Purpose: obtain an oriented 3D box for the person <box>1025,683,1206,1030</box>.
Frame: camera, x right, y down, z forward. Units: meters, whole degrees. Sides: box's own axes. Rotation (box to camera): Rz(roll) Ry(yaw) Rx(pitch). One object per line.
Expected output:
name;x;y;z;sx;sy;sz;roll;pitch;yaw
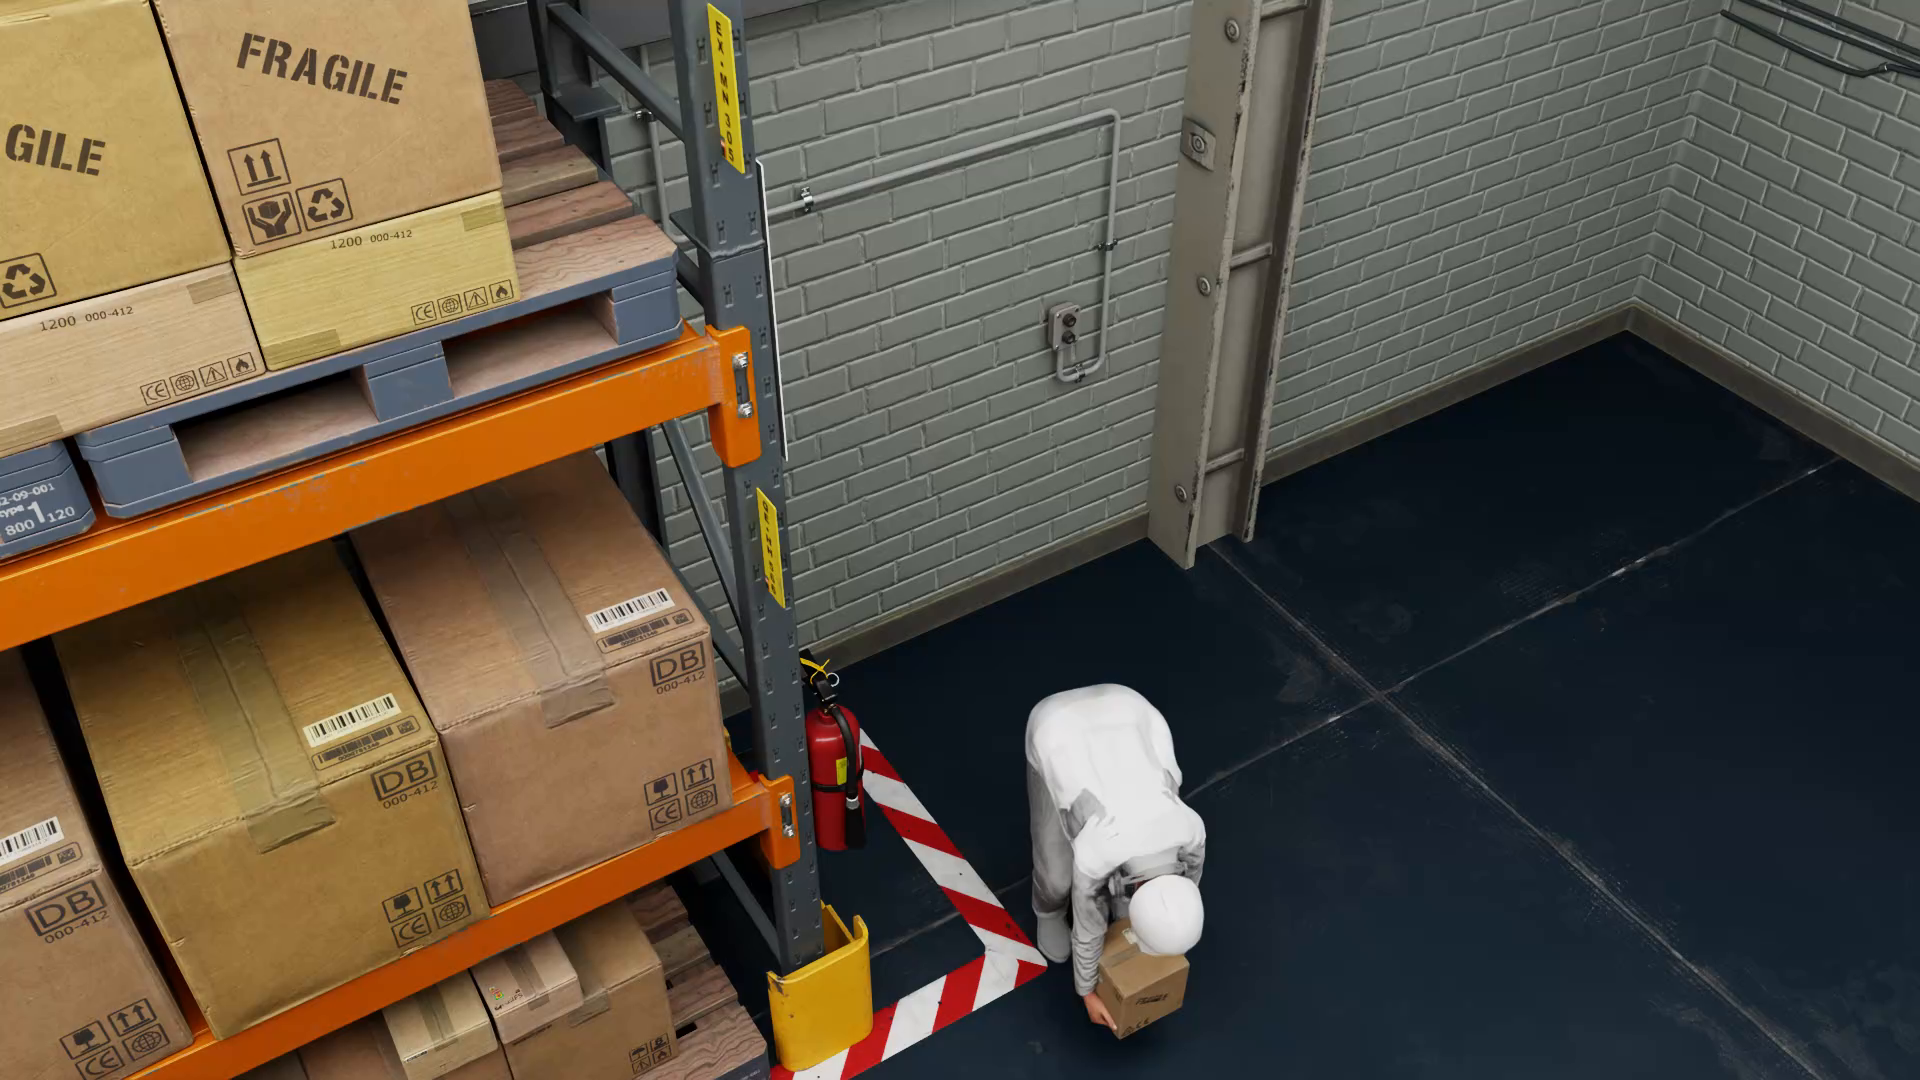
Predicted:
person;0.514;1.095;5.391;0.485;1.077;1.010;-9;41;-11
